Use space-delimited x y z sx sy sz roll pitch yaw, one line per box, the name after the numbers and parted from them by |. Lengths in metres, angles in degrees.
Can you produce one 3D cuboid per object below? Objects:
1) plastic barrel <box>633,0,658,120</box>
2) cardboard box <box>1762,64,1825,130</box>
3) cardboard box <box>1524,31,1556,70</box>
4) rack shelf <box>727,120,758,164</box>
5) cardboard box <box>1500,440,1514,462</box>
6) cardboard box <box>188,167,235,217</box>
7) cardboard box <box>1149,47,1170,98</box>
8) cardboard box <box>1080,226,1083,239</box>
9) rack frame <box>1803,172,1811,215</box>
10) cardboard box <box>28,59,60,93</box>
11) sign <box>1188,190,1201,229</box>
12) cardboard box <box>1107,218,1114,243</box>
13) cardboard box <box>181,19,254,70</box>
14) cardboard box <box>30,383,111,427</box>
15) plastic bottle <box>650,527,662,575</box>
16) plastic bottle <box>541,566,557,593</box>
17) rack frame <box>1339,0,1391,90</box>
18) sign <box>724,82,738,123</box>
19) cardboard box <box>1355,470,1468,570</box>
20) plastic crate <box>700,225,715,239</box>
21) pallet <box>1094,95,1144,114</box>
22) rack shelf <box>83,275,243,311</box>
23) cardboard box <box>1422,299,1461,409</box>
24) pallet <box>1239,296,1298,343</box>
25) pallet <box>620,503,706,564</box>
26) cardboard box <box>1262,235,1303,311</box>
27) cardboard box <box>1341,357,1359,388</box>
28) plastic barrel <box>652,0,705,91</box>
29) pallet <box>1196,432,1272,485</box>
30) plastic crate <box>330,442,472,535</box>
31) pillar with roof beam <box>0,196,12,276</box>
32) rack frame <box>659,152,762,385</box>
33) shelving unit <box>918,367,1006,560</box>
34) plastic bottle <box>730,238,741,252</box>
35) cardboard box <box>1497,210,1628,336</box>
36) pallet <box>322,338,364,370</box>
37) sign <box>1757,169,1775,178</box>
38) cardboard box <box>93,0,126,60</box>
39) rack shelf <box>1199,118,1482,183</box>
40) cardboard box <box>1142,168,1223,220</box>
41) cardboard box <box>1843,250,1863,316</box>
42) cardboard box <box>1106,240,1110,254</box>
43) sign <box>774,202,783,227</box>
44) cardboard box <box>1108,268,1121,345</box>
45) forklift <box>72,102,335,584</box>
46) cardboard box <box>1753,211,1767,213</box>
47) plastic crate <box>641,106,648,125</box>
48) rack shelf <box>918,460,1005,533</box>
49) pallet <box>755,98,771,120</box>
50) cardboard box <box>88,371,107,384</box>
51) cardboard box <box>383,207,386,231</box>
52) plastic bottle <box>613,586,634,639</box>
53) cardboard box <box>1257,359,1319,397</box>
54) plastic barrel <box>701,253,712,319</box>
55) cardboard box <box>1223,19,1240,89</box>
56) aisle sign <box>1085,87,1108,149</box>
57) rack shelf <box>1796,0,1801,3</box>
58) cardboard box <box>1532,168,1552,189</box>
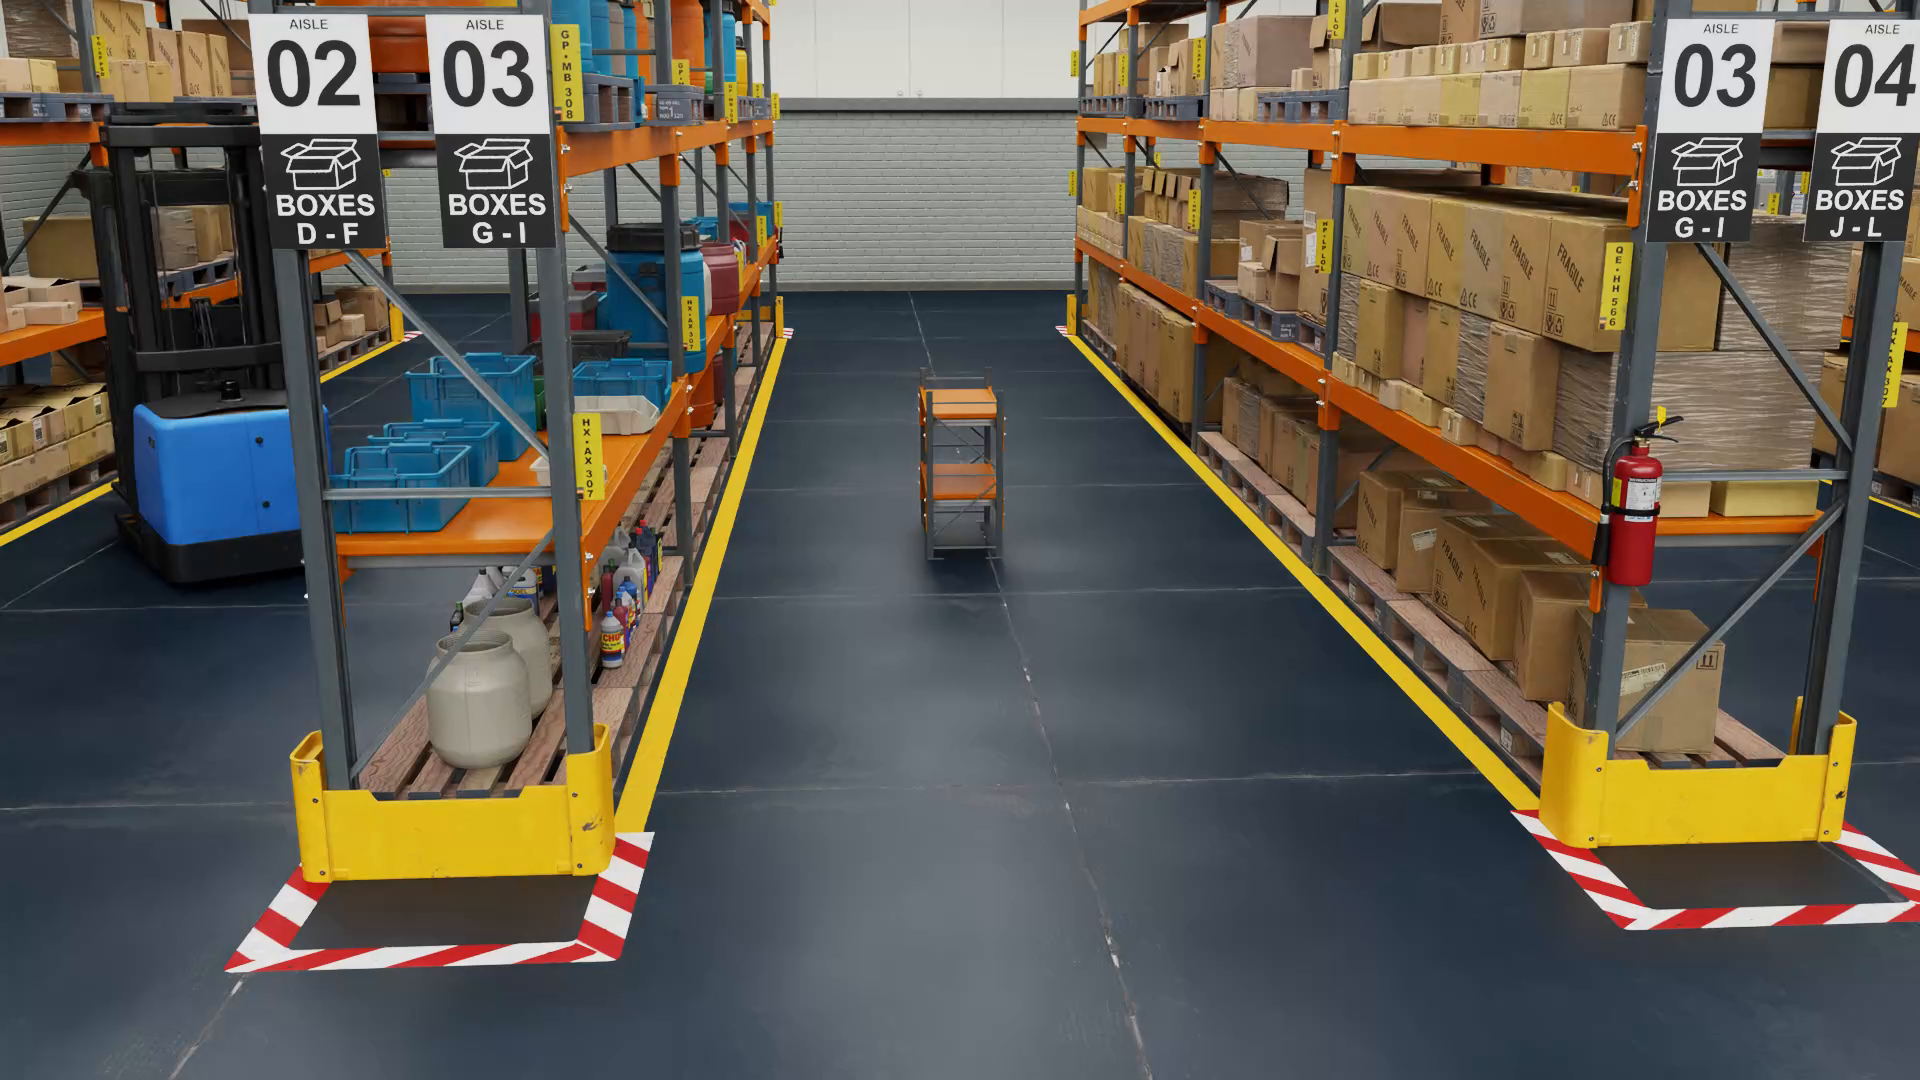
-2.583 -3.644 12.643 0.600 0.901 0.600 0 14 0 | plastic barrel
3.250 -1.747 6.577 0.500 0.250 0.500 0 14 -2 | cardboard box
2.628 -2.075 7.053 0.380 0.149 0.250 -1 14 -3 | cardboard box
-2.541 -3.758 15.535 1.077 0.370 4.000 -1 14 -3 | rack shelf
2.742 -0.438 7.712 0.380 0.149 0.250 -1 14 -3 | cardboard box
-7.899 -3.730 17.795 0.500 0.500 0.500 -1 14 -3 | cardboard box
2.324 -4.788 17.051 0.700 0.500 0.500 -1 14 -2 | cardboard box
1.740 -3.943 21.337 0.380 0.149 0.250 -1 14 -4 | cardboard box
11.921 -4.375 22.511 1.000 3.000 0.127 -1 14 -3 | rack frame
-7.277 -3.552 12.750 0.500 0.250 0.500 -2 15 -8 | cardboard box
1.972 -2.784 14.003 0.100 0.325 0.005 -1 14 -3 | sign
1.954 -3.533 18.943 0.500 0.250 0.500 0 14 -2 | cardboard box
-7.677 -5.181 17.416 0.700 0.500 0.500 -1 14 -3 | cardboard box
-7.083 -1.097 13.322 0.500 0.311 0.500 -1 14 -2 | cardboard box
-1.810 0.056 9.858 0.061 0.283 0.133 0 14 -1 | plastic bottle
-2.390 0.113 9.499 0.144 0.351 0.185 -1 14 -3 | plastic bottle
2.774 -4.143 9.570 1.000 3.000 0.127 -1 14 -3 | rack frame
-1.869 -3.568 13.566 0.100 0.325 0.005 -1 14 -3 | sign
2.759 -0.130 10.187 0.500 0.500 0.500 -1 14 -5 | cardboard box
-3.126 -3.625 19.811 0.416 0.233 0.300 -1 14 -3 | plastic crate
2.165 -5.143 19.655 1.003 0.211 1.213 -1 14 -3 | pallet
-7.485 -2.230 15.616 1.077 0.370 4.000 -1 14 -3 | rack shelf
2.857 -0.945 8.381 0.875 0.500 0.500 -1 14 -3 | cardboard box
2.690 -1.648 12.297 1.003 0.211 1.213 -1 14 -3 | pallet
-2.257 -0.006 11.124 1.003 0.211 1.213 -1 14 -3 | pallet
2.574 -1.921 11.922 0.797 0.503 0.637 1 14 2 | cardboard box
2.489 -0.996 9.880 0.380 0.149 0.250 -1 14 -3 | cardboard box
-2.450 -4.161 13.956 0.600 0.830 0.708 -1 14 -3 | plastic barrel
2.573 -0.688 13.776 1.003 0.211 1.213 -1 14 -3 | pallet
-2.251 -0.214 6.638 0.499 0.251 0.616 -1 14 -3 | plastic crate
-9.535 -7.623 23.093 9.100 9.000 0.400 -1 14 -3 | pillar with roof beam
-2.665 -3.151 17.753 1.000 3.000 0.127 -1 14 -3 | rack frame
0.000 -0.546 11.393 0.538 1.125 1.048 -1 14 -3 | shelving unit
-2.270 -2.857 16.711 0.144 0.351 0.185 -1 14 -3 | plastic bottle
2.704 -1.177 7.276 0.500 0.500 0.500 -1 14 -3 | cardboard box
-7.730 -2.200 19.653 1.003 0.211 1.213 -1 14 -3 | pallet
13.586 -6.224 28.039 0.339 0.242 0.001 -1 14 -3 | sign
-7.414 -4.301 13.997 0.500 0.500 0.500 -1 14 -3 | cardboard box
2.650 -2.839 11.966 1.077 0.370 4.000 -1 14 -3 | rack shelf
2.326 -3.603 17.296 0.797 0.503 0.637 -1 14 -5 | cardboard box
7.275 -2.090 13.430 0.500 0.500 0.500 -1 14 -4 | cardboard box
1.885 -3.368 19.102 0.380 0.149 0.250 -1 14 -2 | cardboard box
-2.365 -4.237 21.648 0.100 0.325 0.005 -1 14 -3 | sign
2.261 -2.791 19.775 0.875 0.875 0.875 -1 14 -3 | cardboard box
-5.242 -1.459 11.314 1.130 2.935 3.031 -10 17 -33 | forklift
7.583 -3.033 15.761 0.380 0.149 0.250 0 14 -1 | cardboard box
-1.667 -2.093 8.152 0.243 0.136 0.396 -1 14 -3 | plastic crate
0.000 -0.310 11.454 0.538 0.278 1.000 -1 14 -3 | rack shelf
-2.519 -4.319 16.651 1.213 0.211 1.003 -1 14 -3 | pallet
-7.104 -1.201 14.307 0.500 0.500 0.500 0 14 -1 | cardboard box
-7.558 -4.011 20.897 0.500 0.500 0.500 0 14 -2 | cardboard box
-1.750 0.376 8.638 0.097 0.271 0.097 0 14 0 | plastic bottle
2.641 -1.300 13.189 0.500 0.250 0.500 1 14 3 | cardboard box
-2.140 -1.958 12.891 0.421 0.512 0.421 0 14 0 | plastic barrel
2.326 -3.729 12.775 0.500 0.500 0.500 -1 14 -3 | cardboard box
1.727 -5.494 21.644 0.394 0.787 0.004 -1 14 -3 | aisle sign
7.359 -5.145 15.709 1.077 0.370 4.000 -1 14 -3 | rack shelf
6.899 -4.197 19.013 0.500 0.500 0.500 -1 14 -5 | cardboard box
